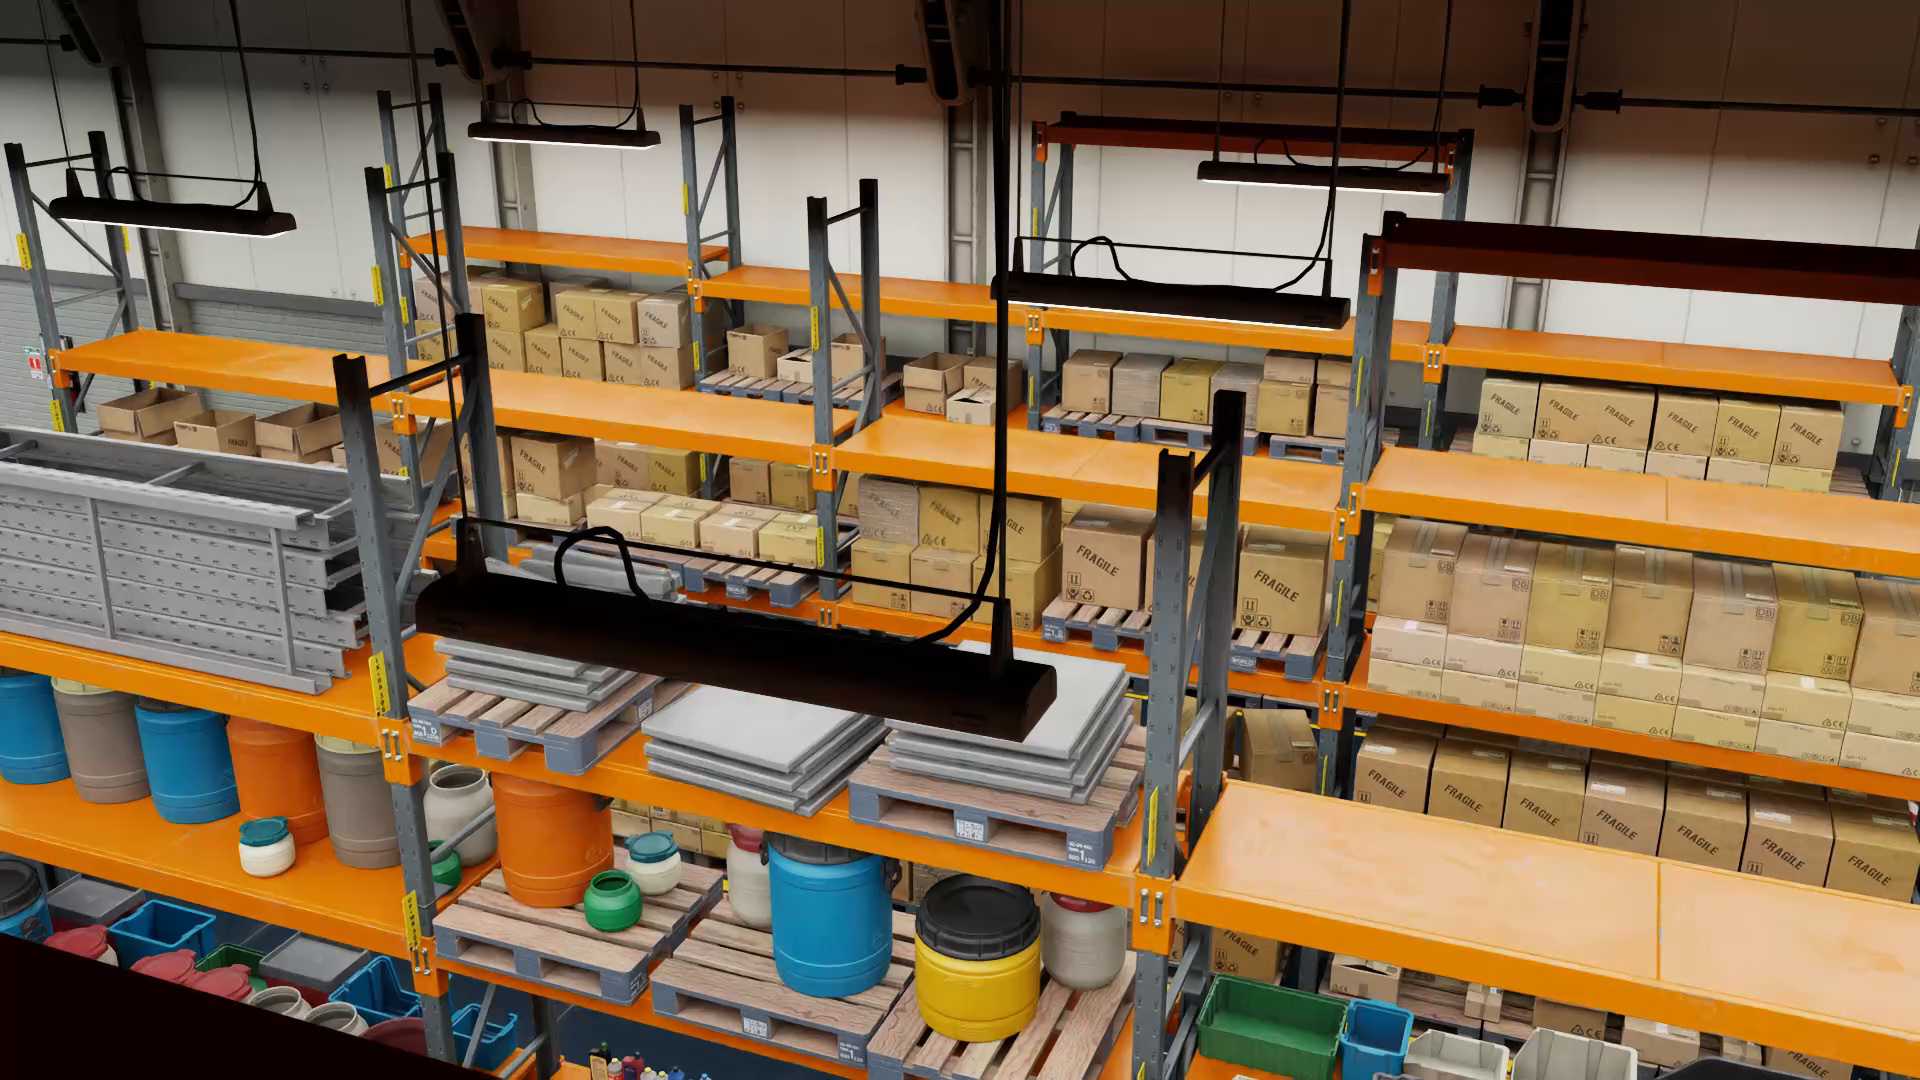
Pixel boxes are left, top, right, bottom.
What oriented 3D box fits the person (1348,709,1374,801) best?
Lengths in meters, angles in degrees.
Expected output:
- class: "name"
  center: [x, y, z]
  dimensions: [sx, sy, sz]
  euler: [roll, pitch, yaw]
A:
- class: "person"
  center: [3.999, 1.656, 15.590]
  dimensions: [0.785, 1.822, 0.540]
  euler: [6, 22, 15]
